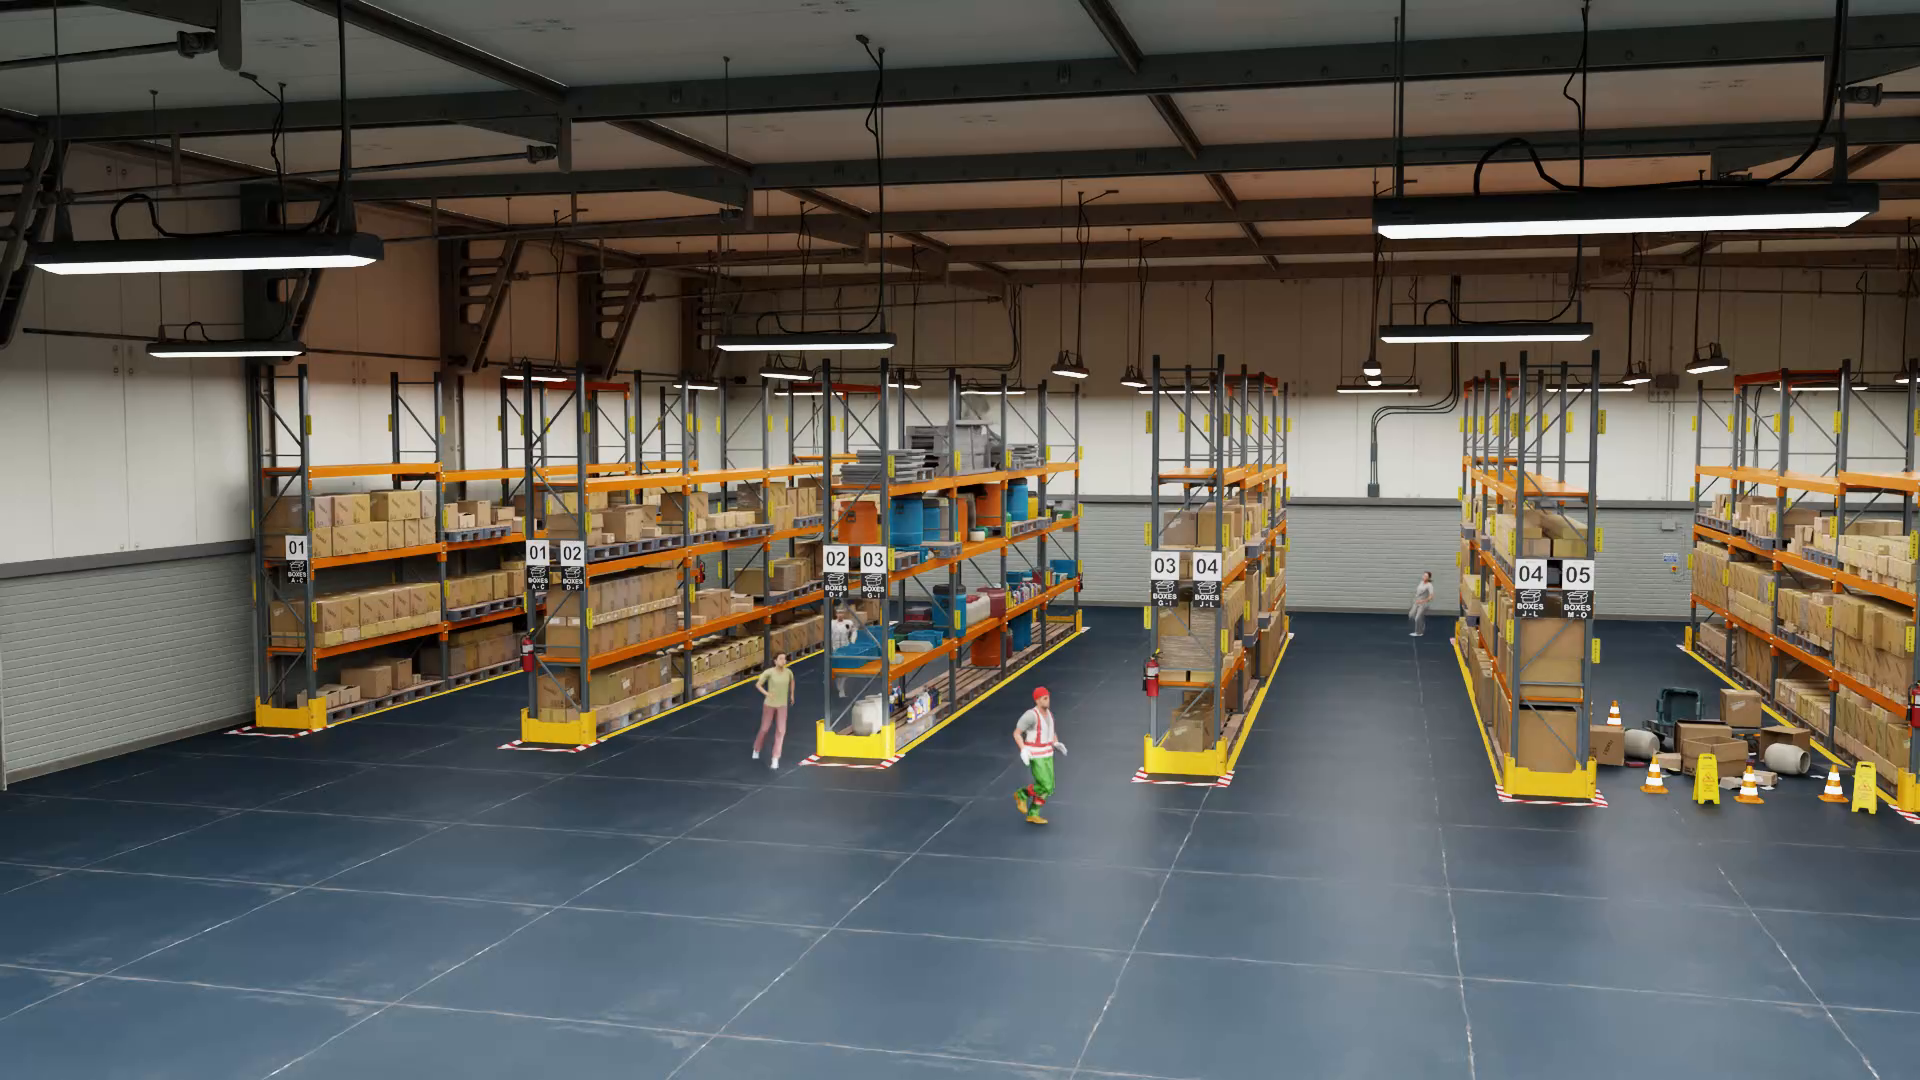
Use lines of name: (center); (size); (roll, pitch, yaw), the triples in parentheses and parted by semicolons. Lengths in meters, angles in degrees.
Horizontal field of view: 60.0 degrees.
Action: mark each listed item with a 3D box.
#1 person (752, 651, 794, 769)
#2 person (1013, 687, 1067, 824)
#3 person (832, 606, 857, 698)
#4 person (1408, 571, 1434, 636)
person: (-2.712, 2.476, 24.603); (0.646, 1.680, 0.860); (-1, 4, -20)
person: (0.997, 2.701, 20.847); (0.635, 1.731, 0.659); (3, 5, 41)
person: (-2.200, 2.035, 30.869); (0.600, 1.681, 0.892); (0, 4, -1)
person: (10.910, 1.507, 39.201); (0.575, 1.578, 0.698); (-3, 5, -33)
